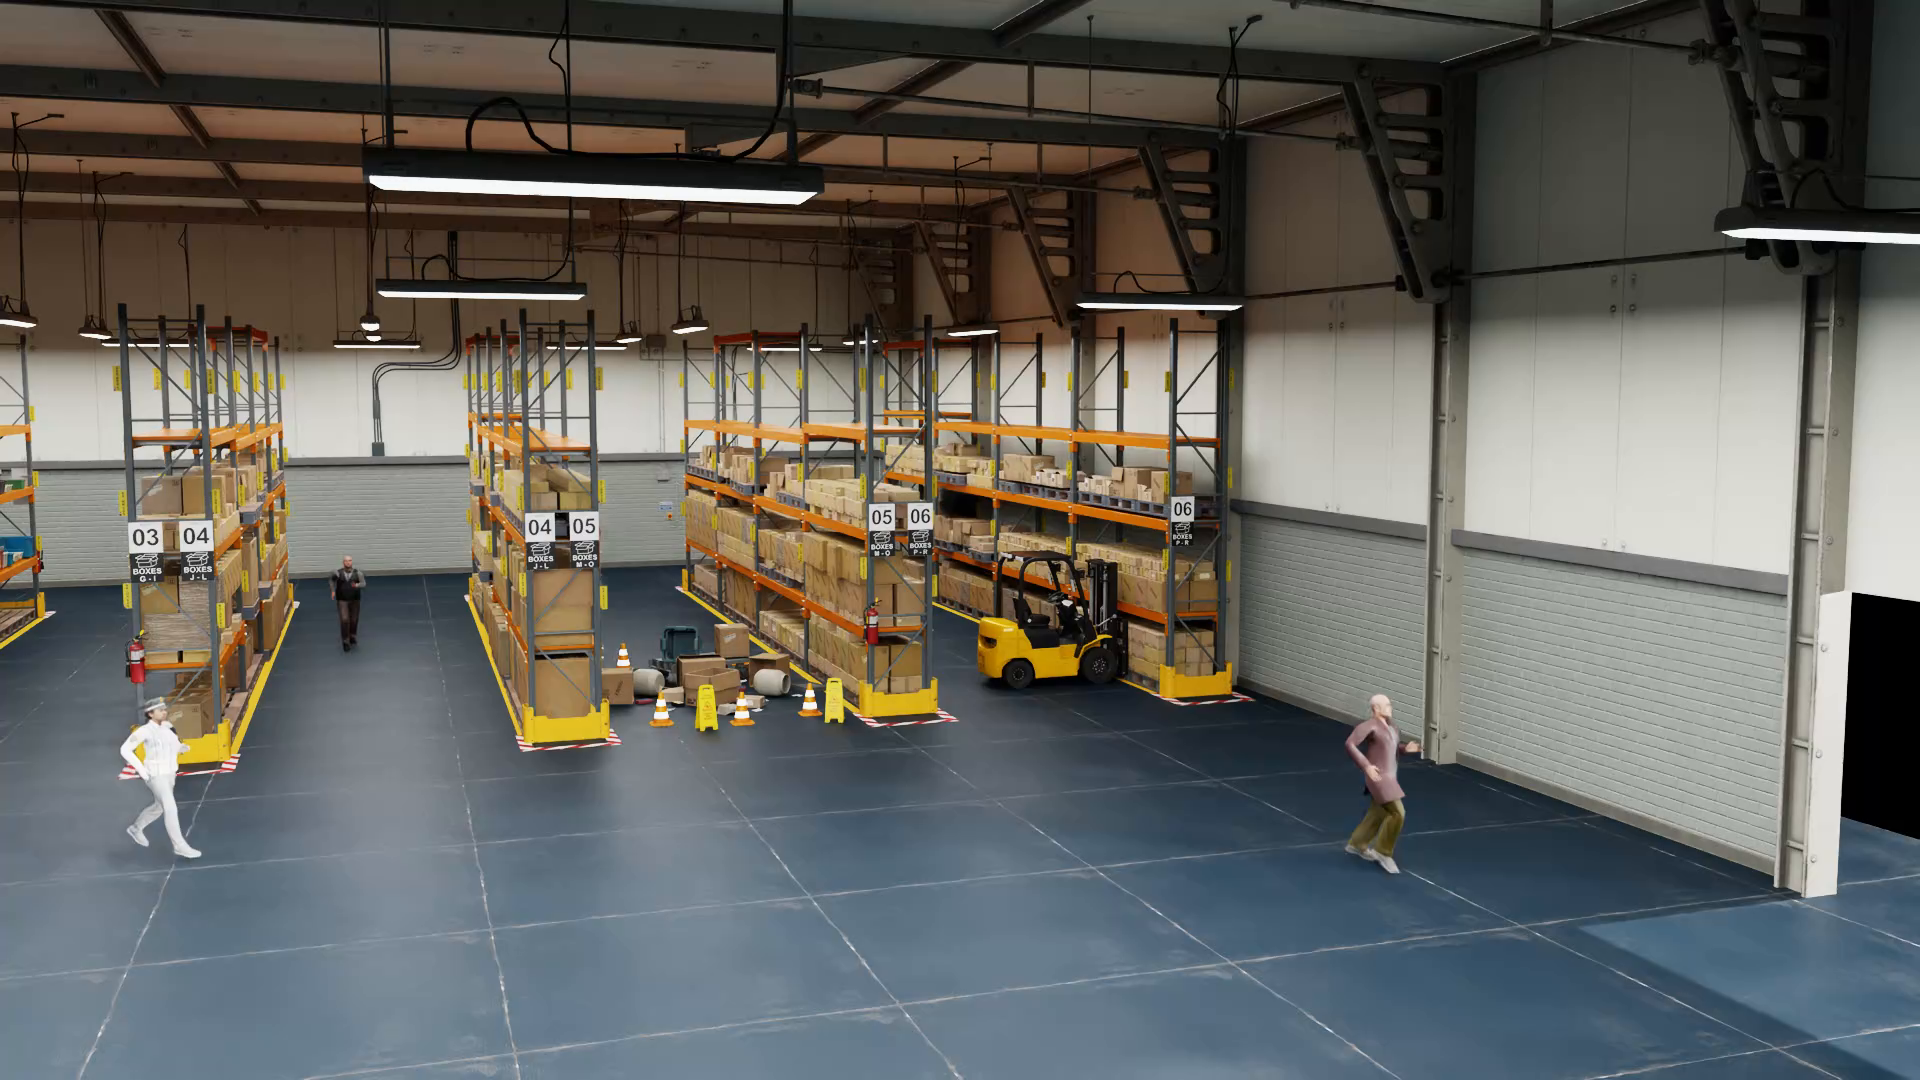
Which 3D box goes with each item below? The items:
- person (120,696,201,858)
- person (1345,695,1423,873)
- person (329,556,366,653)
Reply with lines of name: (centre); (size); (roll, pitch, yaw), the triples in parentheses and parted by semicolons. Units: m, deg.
person: (-8.433, 2.476, 17.521); (0.939, 1.683, 0.608); (1, 6, 11)
person: (4.349, 2.505, 17.141); (0.778, 1.834, 0.685); (3, 6, 32)
person: (-11.469, 1.179, 31.196); (0.633, 1.771, 0.825); (-3, 6, -27)
